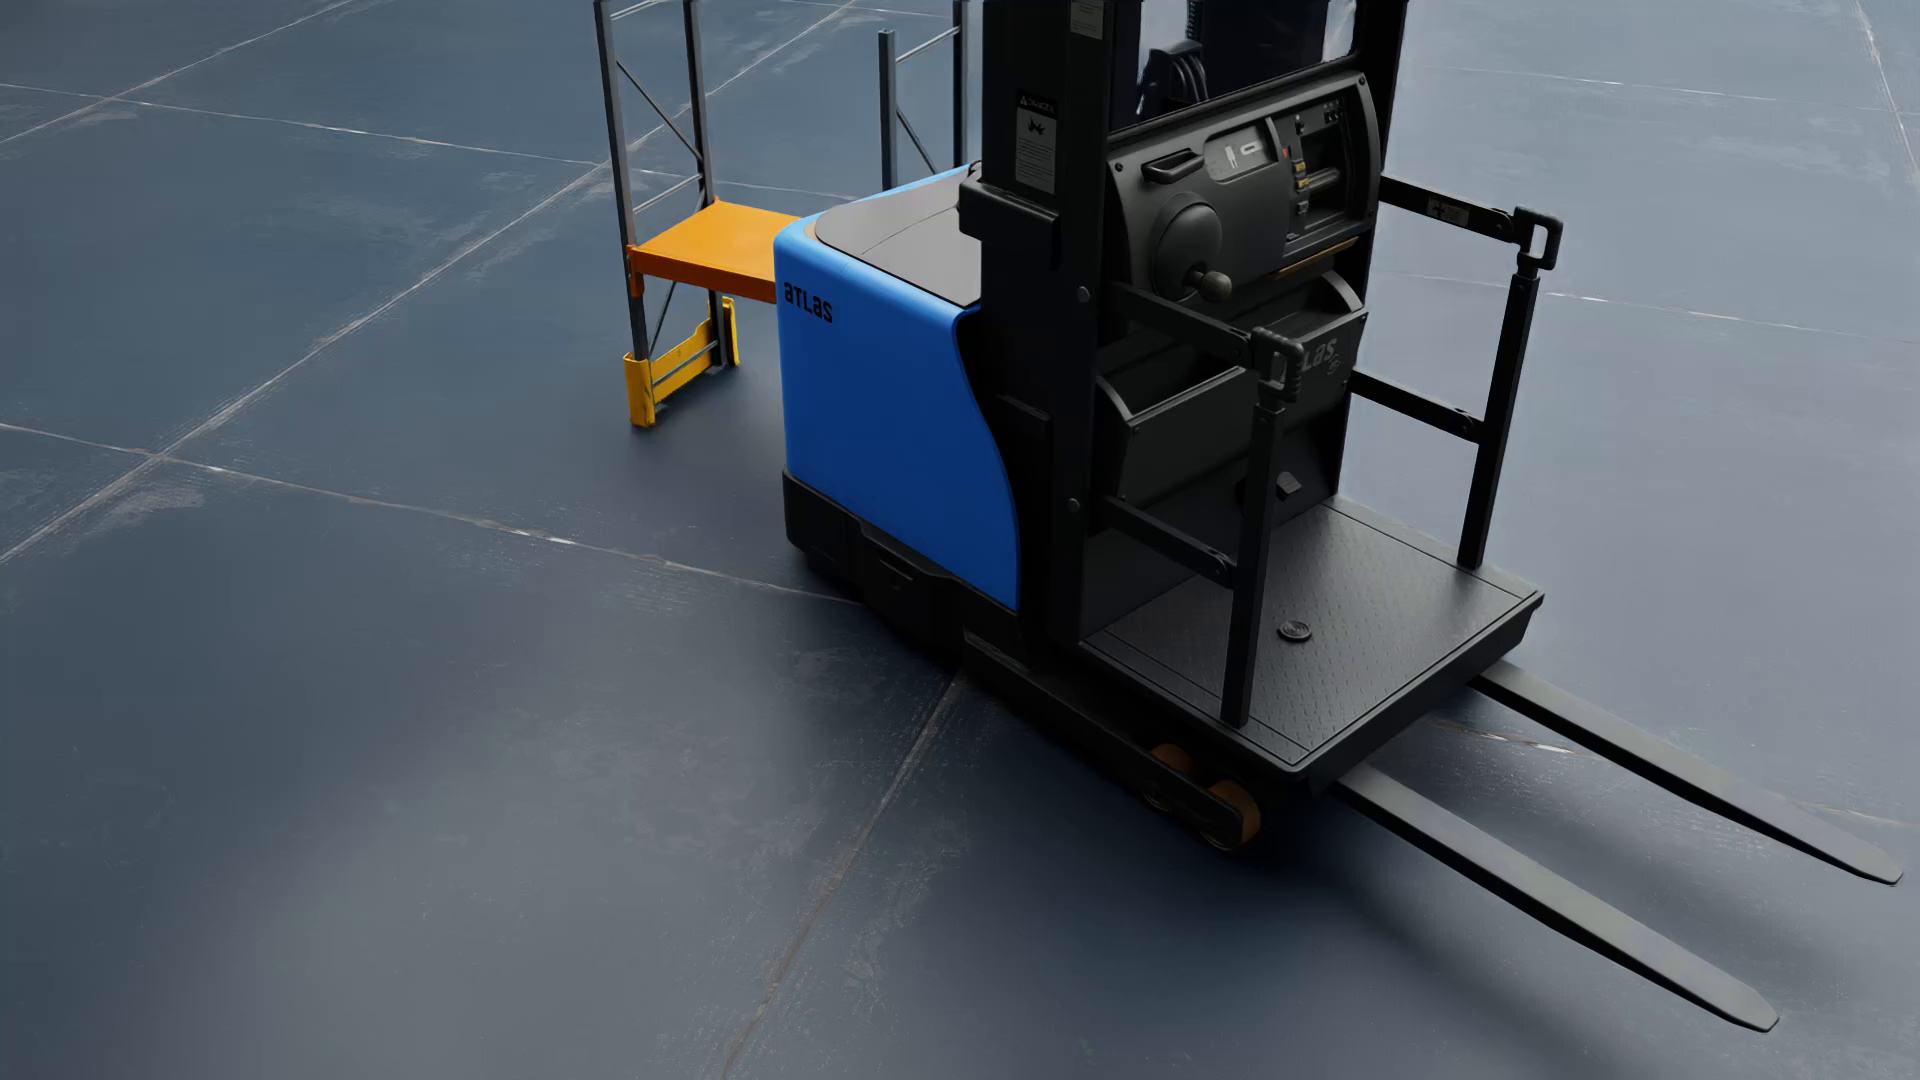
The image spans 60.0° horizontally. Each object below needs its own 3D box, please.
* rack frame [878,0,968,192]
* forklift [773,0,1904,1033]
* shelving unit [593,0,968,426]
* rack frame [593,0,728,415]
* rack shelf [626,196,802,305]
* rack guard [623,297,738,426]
[{"bbox_3d":[-0.103,-0.926,5.302,0.032,1.500,0.500,16,36,23],"label":"rack frame"},{"bbox_3d":[0.830,-0.788,3.768,1.130,2.935,3.031,-27,41,-35],"label":"forklift"},{"bbox_3d":[-0.562,-1.056,5.503,1.083,1.500,0.587,16,36,23],"label":"shelving unit"},{"bbox_3d":[-1.005,-1.181,5.697,0.032,1.500,0.500,16,36,23],"label":"rack frame"},{"bbox_3d":[-0.554,-0.903,5.597,1.000,0.185,0.538,16,36,23],"label":"rack shelf"},{"bbox_3d":[-1.004,-0.656,6.035,0.087,0.250,0.587,16,36,23],"label":"rack guard"}]
